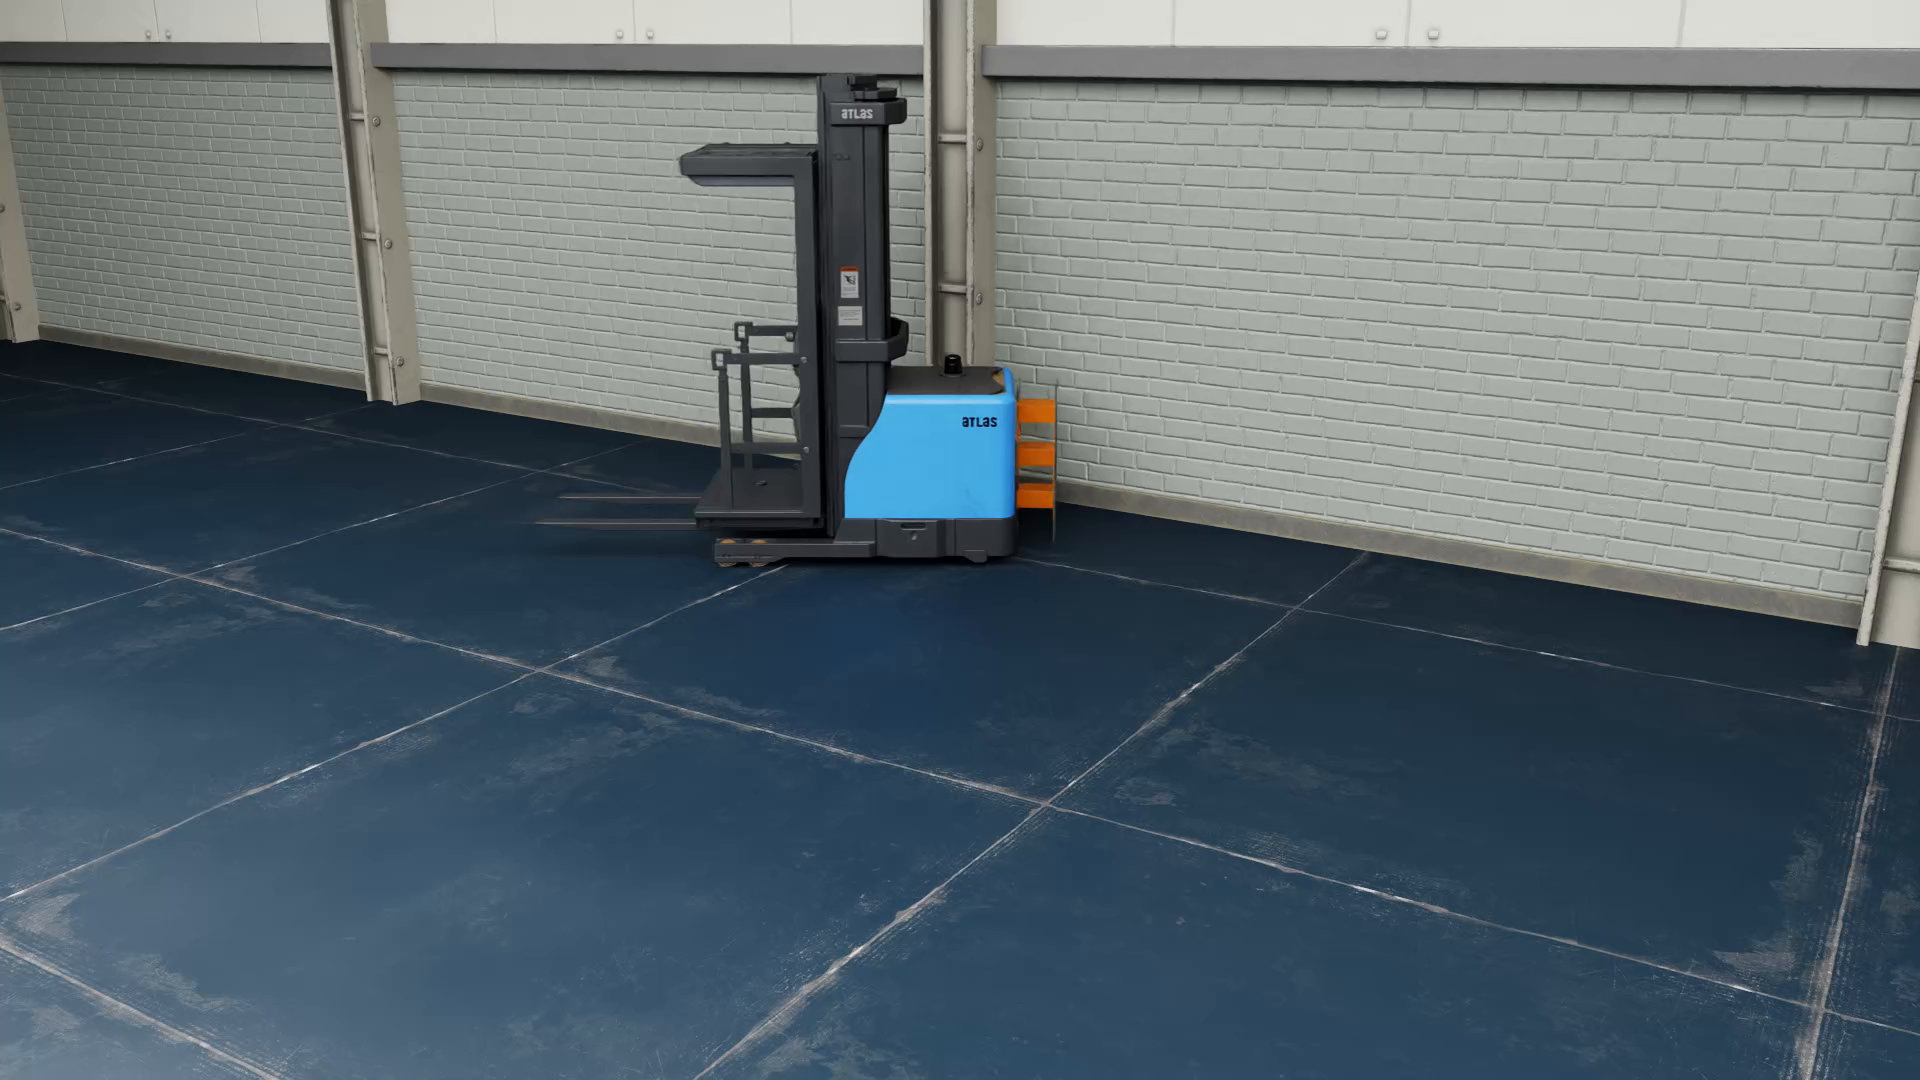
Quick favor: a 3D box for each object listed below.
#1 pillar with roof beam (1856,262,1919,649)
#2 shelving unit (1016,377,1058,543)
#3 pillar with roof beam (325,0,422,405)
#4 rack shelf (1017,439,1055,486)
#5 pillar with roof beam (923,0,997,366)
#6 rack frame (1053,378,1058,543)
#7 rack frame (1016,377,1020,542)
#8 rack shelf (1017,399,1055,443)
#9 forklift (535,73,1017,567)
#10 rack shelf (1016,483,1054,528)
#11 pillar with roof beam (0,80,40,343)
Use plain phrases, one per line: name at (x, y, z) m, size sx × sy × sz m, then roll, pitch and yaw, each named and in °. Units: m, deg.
pillar with roof beam at (2.860, -2.683, 4.232) m, size 0.400 × 9.000 × 9.100 m, roll 10°, pitch 20°, yaw 30°
shelving unit at (0.494, -0.513, 10.764) m, size 0.252 × 1.050 × 0.215 m, roll 2°, pitch 17°, yaw 5°
pillar with roof beam at (-7.366, -4.509, 10.241) m, size 0.400 × 9.000 × 9.100 m, roll 10°, pitch 20°, yaw 30°
rack shelf at (0.494, -0.503, 10.767) m, size 0.240 × 0.259 × 0.215 m, roll 2°, pitch 17°, yaw 5°
pillar with roof beam at (-2.253, -3.596, 7.237) m, size 0.400 × 9.000 × 9.100 m, roll 10°, pitch 20°, yaw 30°
rack frame at (0.616, -0.510, 10.753) m, size 0.008 × 1.050 × 0.200 m, roll 2°, pitch 17°, yaw 5°
rack frame at (0.373, -0.516, 10.775) m, size 0.008 × 1.050 × 0.200 m, roll 2°, pitch 17°, yaw 5°
rack shelf at (0.494, -0.774, 10.685) m, size 0.240 × 0.259 × 0.215 m, roll 2°, pitch 17°, yaw 5°
forklift at (-1.160, -1.388, 10.409) m, size 3.031 × 2.935 × 1.130 m, roll 0°, pitch 17°, yaw 0°
rack shelf at (0.494, -0.237, 10.848) m, size 0.240 × 0.259 × 0.215 m, roll 2°, pitch 17°, yaw 5°
pillar with roof beam at (-12.478, -5.421, 13.246) m, size 0.400 × 9.000 × 9.100 m, roll 10°, pitch 20°, yaw 30°
